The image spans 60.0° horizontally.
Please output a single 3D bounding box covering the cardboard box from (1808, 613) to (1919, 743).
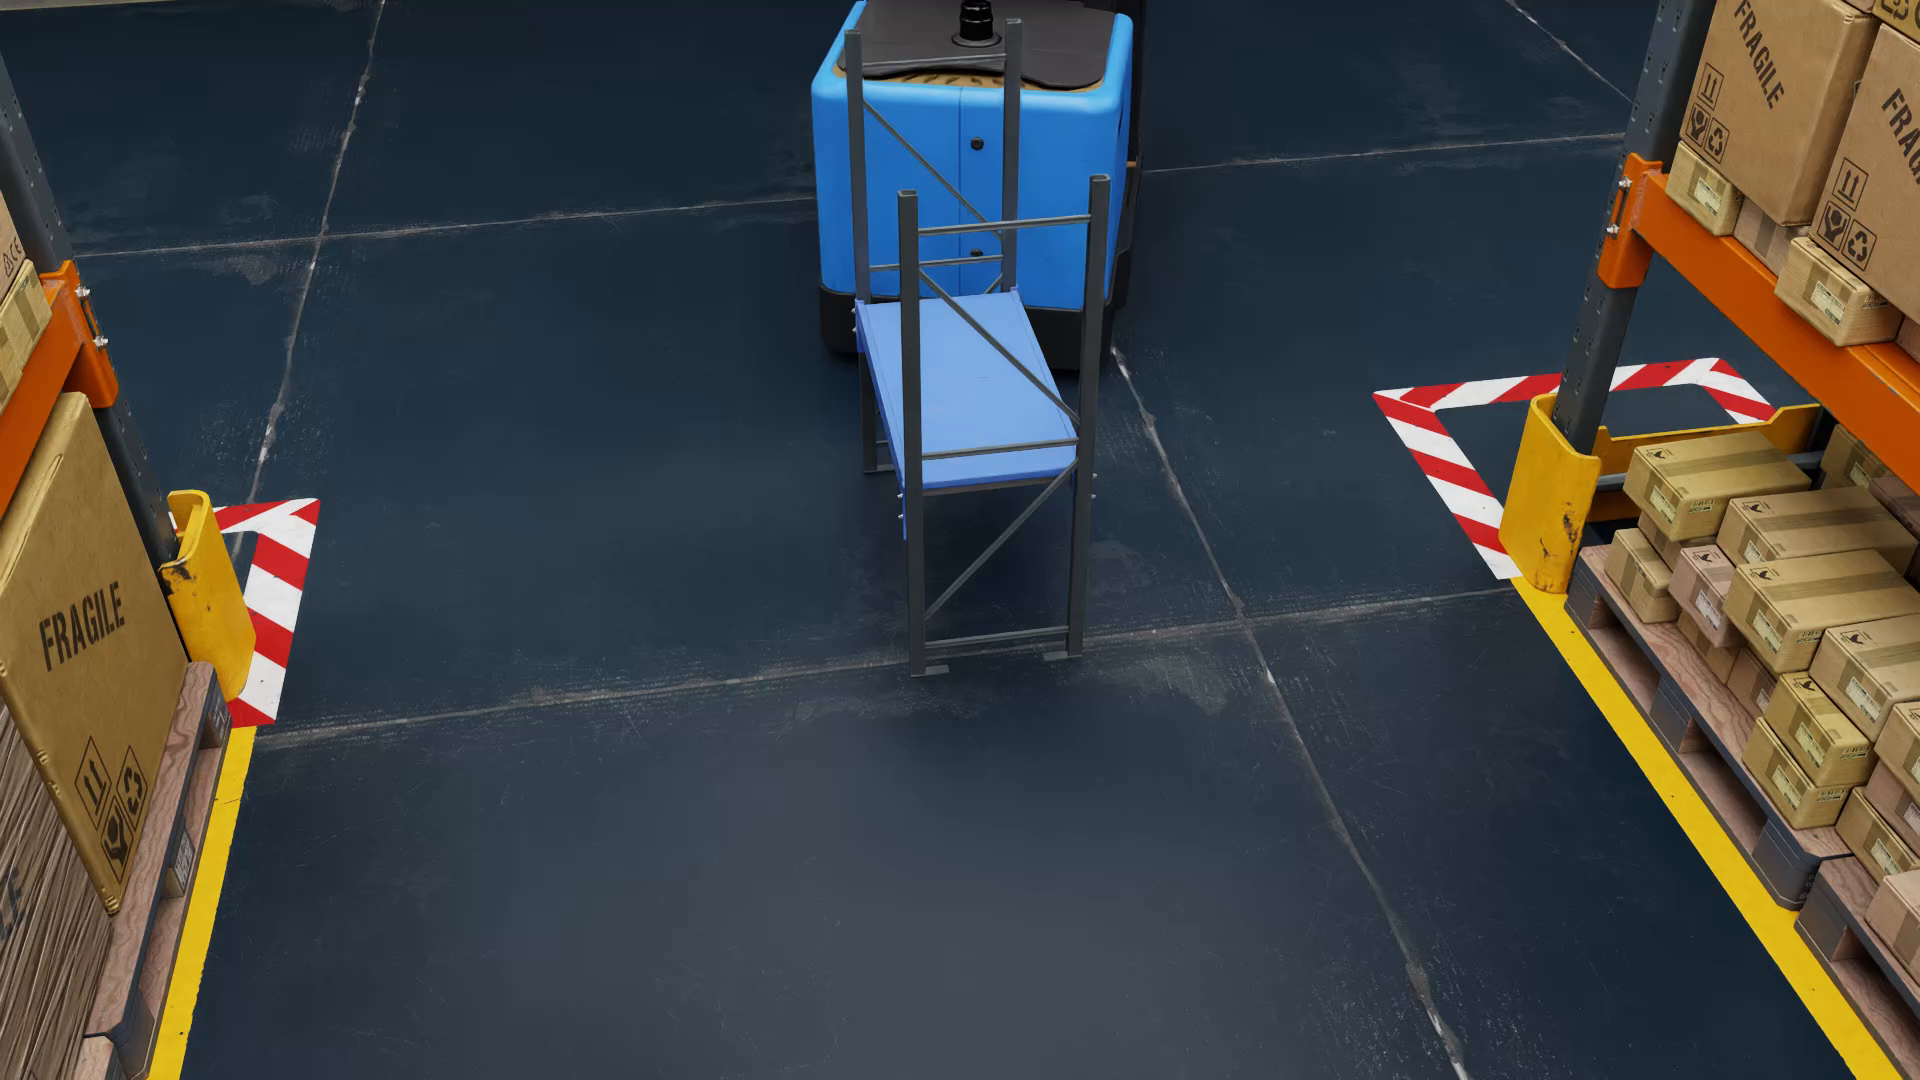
[{"bbox_3d":[2.250,0.312,3.900,0.380,0.149,0.250,-8,39,-10],"label":"cardboard box"}]

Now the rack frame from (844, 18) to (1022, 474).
[{"bbox_3d":[-0.074,-0.848,5.119,0.500,1.500,0.032,-6,38,-8],"label":"rack frame"}]

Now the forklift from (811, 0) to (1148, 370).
[{"bbox_3d":[0.215,-2.659,6.283,1.130,2.935,3.031,5,38,7],"label":"forklift"}]

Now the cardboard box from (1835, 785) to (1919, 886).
[{"bbox_3d":[2.312,0.693,3.895,0.380,0.149,0.250,-6,38,-8],"label":"cardboard box"}]

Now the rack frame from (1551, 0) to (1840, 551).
[{"bbox_3d":[2.283,-1.226,4.384,1.000,3.000,0.127,-6,38,-8],"label":"rack frame"}]

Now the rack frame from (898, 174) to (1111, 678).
[{"bbox_3d":[0.104,-0.234,4.328,0.500,1.500,0.032,-6,38,-8],"label":"rack frame"}]

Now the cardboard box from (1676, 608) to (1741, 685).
[{"bbox_3d":[2.186,0.234,4.486,0.380,0.149,0.250,-6,38,-8],"label":"cardboard box"}]

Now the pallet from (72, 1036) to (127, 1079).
[{"bbox_3d":[-2.190,1.557,3.074,1.003,0.211,1.213,-6,38,-8],"label":"pallet"}]

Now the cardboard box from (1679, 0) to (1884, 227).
[{"bbox_3d":[2.090,-1.083,3.875,0.500,0.500,0.500,-5,38,-6],"label":"cardboard box"}]

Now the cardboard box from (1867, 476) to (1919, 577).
[{"bbox_3d":[2.613,-0.051,4.367,0.380,0.149,0.250,-6,38,-7],"label":"cardboard box"}]

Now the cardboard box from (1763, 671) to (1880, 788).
[{"bbox_3d":[2.183,0.437,3.982,0.380,0.149,0.250,-5,38,-7],"label":"cardboard box"}]

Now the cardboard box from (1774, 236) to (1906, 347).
[{"bbox_3d":[2.097,-0.579,3.755,0.380,0.149,0.250,-7,38,-9],"label":"cardboard box"}]

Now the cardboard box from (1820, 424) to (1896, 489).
[{"bbox_3d":[2.625,-0.209,4.570,0.380,0.149,0.250,-6,38,-7],"label":"cardboard box"}]

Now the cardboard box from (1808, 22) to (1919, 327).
[{"bbox_3d":[2.209,-0.762,3.462,0.500,0.500,0.500,-6,38,-8],"label":"cardboard box"}]

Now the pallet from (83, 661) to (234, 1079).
[{"bbox_3d":[-2.401,0.822,4.020,1.003,0.211,1.213,-6,38,-8],"label":"pallet"}]

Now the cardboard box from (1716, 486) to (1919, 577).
[{"bbox_3d":[2.207,0.005,4.295,0.380,0.149,0.250,-6,38,-7],"label":"cardboard box"}]

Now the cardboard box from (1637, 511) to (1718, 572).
[{"bbox_3d":[2.122,-0.040,4.595,0.380,0.149,0.250,-5,38,-6],"label":"cardboard box"}]

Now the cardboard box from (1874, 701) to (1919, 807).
[{"bbox_3d":[2.290,0.481,3.683,0.380,0.149,0.250,-5,38,-6],"label":"cardboard box"}]

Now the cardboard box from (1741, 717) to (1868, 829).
[{"bbox_3d":[2.173,0.549,4.080,0.380,0.149,0.250,-6,38,-7],"label":"cardboard box"}]

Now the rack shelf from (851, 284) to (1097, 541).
[{"bbox_3d":[0.015,-0.399,4.834,0.538,0.185,1.000,-6,38,-8],"label":"rack shelf"}]

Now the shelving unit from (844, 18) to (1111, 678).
[{"bbox_3d":[0.015,-0.541,4.724,0.538,1.500,1.048,-6,38,-8],"label":"shelving unit"}]

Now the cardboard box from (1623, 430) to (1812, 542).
[{"bbox_3d":[2.040,-0.148,4.493,0.380,0.149,0.250,-8,39,-10],"label":"cardboard box"}]

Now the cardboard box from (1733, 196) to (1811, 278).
[{"bbox_3d":[2.103,-0.747,3.971,0.380,0.149,0.250,-5,38,-6],"label":"cardboard box"}]

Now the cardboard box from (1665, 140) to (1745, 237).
[{"bbox_3d":[2.017,-0.896,4.164,0.380,0.149,0.250,-7,38,-8],"label":"cardboard box"}]

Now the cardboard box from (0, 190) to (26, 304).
[{"bbox_3d":[-2.272,-0.548,3.390,0.500,0.250,0.500,-7,38,-9],"label":"cardboard box"}]

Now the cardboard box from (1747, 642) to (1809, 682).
[{"bbox_3d":[2.245,0.270,4.197,0.380,0.149,0.250,-6,38,-7],"label":"cardboard box"}]

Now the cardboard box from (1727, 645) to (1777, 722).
[{"bbox_3d":[2.237,0.383,4.294,0.380,0.149,0.250,-6,38,-7],"label":"cardboard box"}]

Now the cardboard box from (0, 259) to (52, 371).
[{"bbox_3d":[-2.231,-0.475,3.621,0.380,0.149,0.250,-6,38,-7],"label":"cardboard box"}]

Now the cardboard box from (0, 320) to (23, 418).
[{"bbox_3d":[-2.184,-0.318,3.420,0.380,0.149,0.250,-6,38,-7],"label":"cardboard box"}]

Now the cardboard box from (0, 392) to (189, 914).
[{"bbox_3d":[-2.427,0.297,3.812,0.875,0.875,0.875,-6,38,-8],"label":"cardboard box"}]

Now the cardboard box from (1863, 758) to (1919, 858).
[{"bbox_3d":[2.323,0.587,3.789,0.380,0.149,0.250,-8,39,-10],"label":"cardboard box"}]

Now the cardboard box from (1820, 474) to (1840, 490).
[{"bbox_3d":[2.657,-0.096,4.667,0.380,0.149,0.250,-7,38,-9],"label":"cardboard box"}]

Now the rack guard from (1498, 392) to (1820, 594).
[{"bbox_3d":[2.296,-0.193,5.092,1.175,0.500,0.348,-6,38,-8],"label":"rack guard"}]

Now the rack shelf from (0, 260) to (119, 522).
[{"bbox_3d":[-2.267,0.738,2.441,1.077,0.370,4.000,-6,38,-8],"label":"rack shelf"}]

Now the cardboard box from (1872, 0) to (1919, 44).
[{"bbox_3d":[2.195,-1.174,3.178,0.500,0.500,0.500,-5,38,-7],"label":"cardboard box"}]

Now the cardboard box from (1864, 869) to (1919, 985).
[{"bbox_3d":[2.270,0.853,3.689,0.380,0.149,0.250,-8,39,-10],"label":"cardboard box"}]

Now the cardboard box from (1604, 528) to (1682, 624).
[{"bbox_3d":[2.060,0.084,4.678,0.380,0.149,0.250,-5,38,-7],"label":"cardboard box"}]

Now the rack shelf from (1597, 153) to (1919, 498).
[{"bbox_3d":[2.634,0.266,3.050,1.077,0.370,4.000,-6,38,-8],"label":"rack shelf"}]

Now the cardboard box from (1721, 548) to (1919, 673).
[{"bbox_3d":[2.125,0.171,4.081,0.380,0.149,0.250,-6,38,-8],"label":"cardboard box"}]

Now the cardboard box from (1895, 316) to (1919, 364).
[{"bbox_3d":[2.277,-0.437,3.572,0.380,0.149,0.250,-5,38,-6],"label":"cardboard box"}]

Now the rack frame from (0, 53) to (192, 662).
[{"bbox_3d":[-2.618,-0.754,3.776,1.000,3.000,0.127,-6,38,-8],"label":"rack frame"}]

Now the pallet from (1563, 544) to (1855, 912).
[{"bbox_3d":[2.404,0.415,4.544,1.003,0.211,1.213,-6,38,-8],"label":"pallet"}]

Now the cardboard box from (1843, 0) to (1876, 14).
[{"bbox_3d":[2.100,-1.479,3.569,0.500,0.500,0.500,-6,38,-8],"label":"cardboard box"}]

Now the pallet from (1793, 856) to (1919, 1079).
[{"bbox_3d":[2.614,1.150,3.597,1.003,0.211,1.213,-6,38,-8],"label":"pallet"}]

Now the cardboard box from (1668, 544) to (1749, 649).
[{"bbox_3d":[2.115,0.132,4.375,0.380,0.149,0.250,-6,38,-8],"label":"cardboard box"}]

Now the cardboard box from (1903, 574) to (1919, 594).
[{"bbox_3d":[2.649,0.068,4.457,0.380,0.149,0.250,-7,38,-9],"label":"cardboard box"}]

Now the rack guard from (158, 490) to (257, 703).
[{"bbox_3d":[-2.622,0.219,4.561,1.175,0.500,0.348,-6,38,-8],"label":"rack guard"}]

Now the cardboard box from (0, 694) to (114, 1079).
[{"bbox_3d":[-2.267,0.847,3.105,0.875,0.875,0.875,-6,38,-8],"label":"cardboard box"}]
